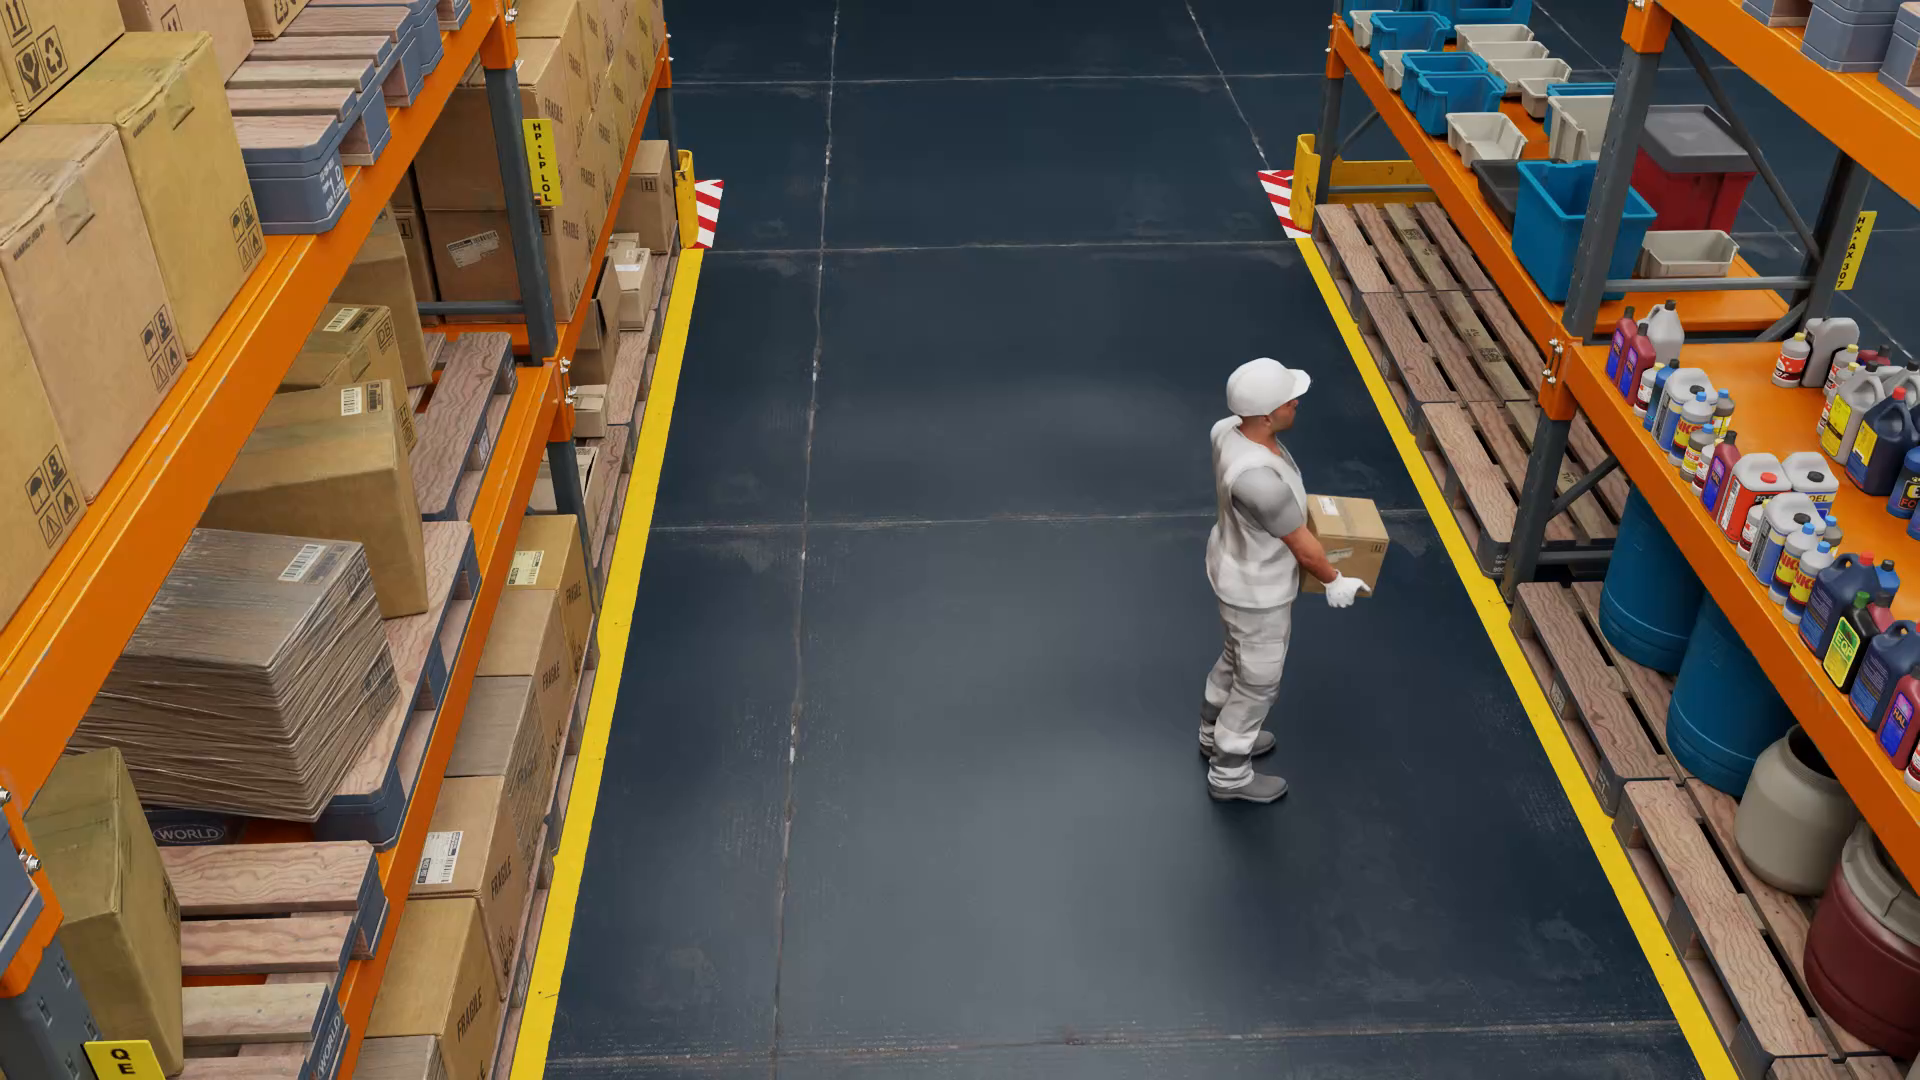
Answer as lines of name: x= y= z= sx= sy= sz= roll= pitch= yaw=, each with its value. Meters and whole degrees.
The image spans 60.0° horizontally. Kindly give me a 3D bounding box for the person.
person: x=1.143 y=0.148 z=5.915 sx=0.556 sy=1.784 sz=0.494 roll=-1 pitch=35 yaw=-1
